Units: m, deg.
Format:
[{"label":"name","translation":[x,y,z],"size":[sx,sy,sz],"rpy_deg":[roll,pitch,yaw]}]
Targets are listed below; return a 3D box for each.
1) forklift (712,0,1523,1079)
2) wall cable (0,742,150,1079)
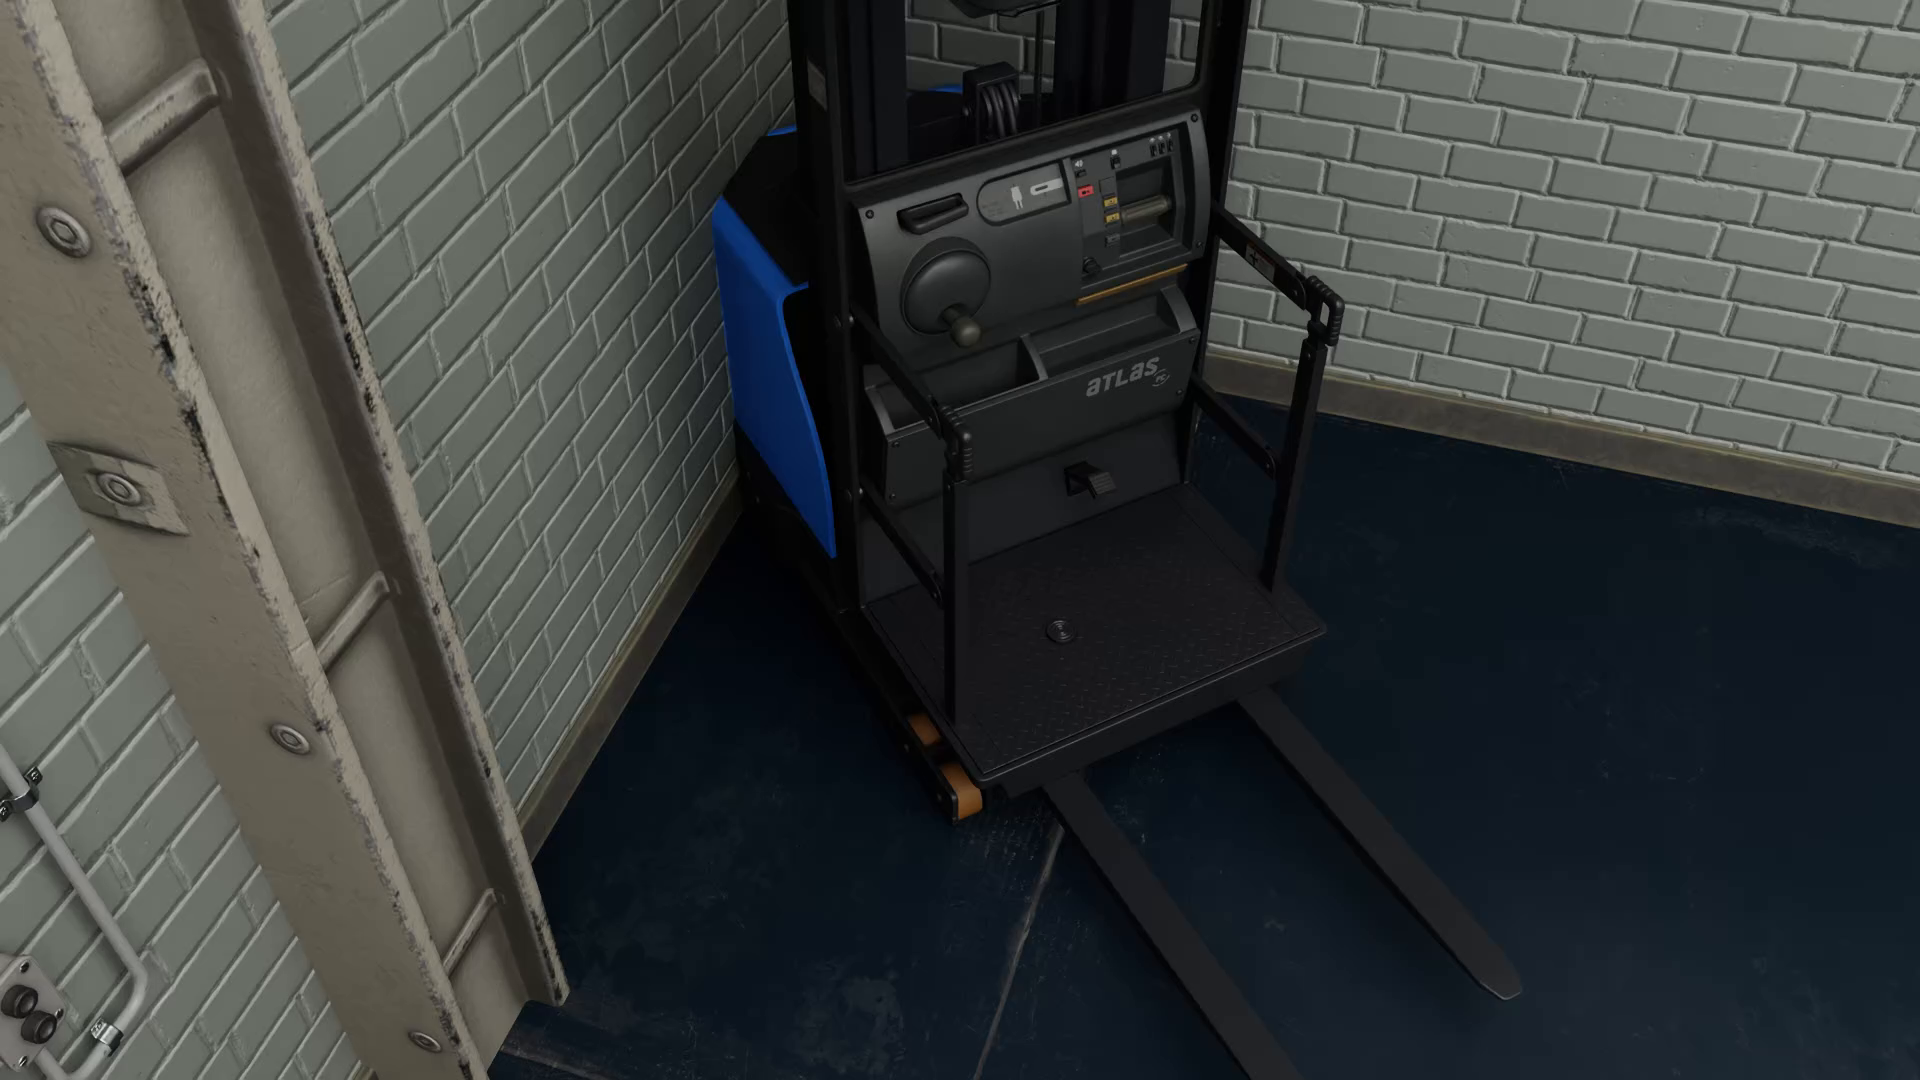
[{"label":"forklift","translation":[0.298,-0.662,3.831],"size":[1.130,2.935,3.031],"rpy_deg":[-21,48,-20]},{"label":"wall cable","translation":[-1.675,0.702,1.662],"size":[0.084,1.984,1.851],"rpy_deg":[13,46,13]}]
